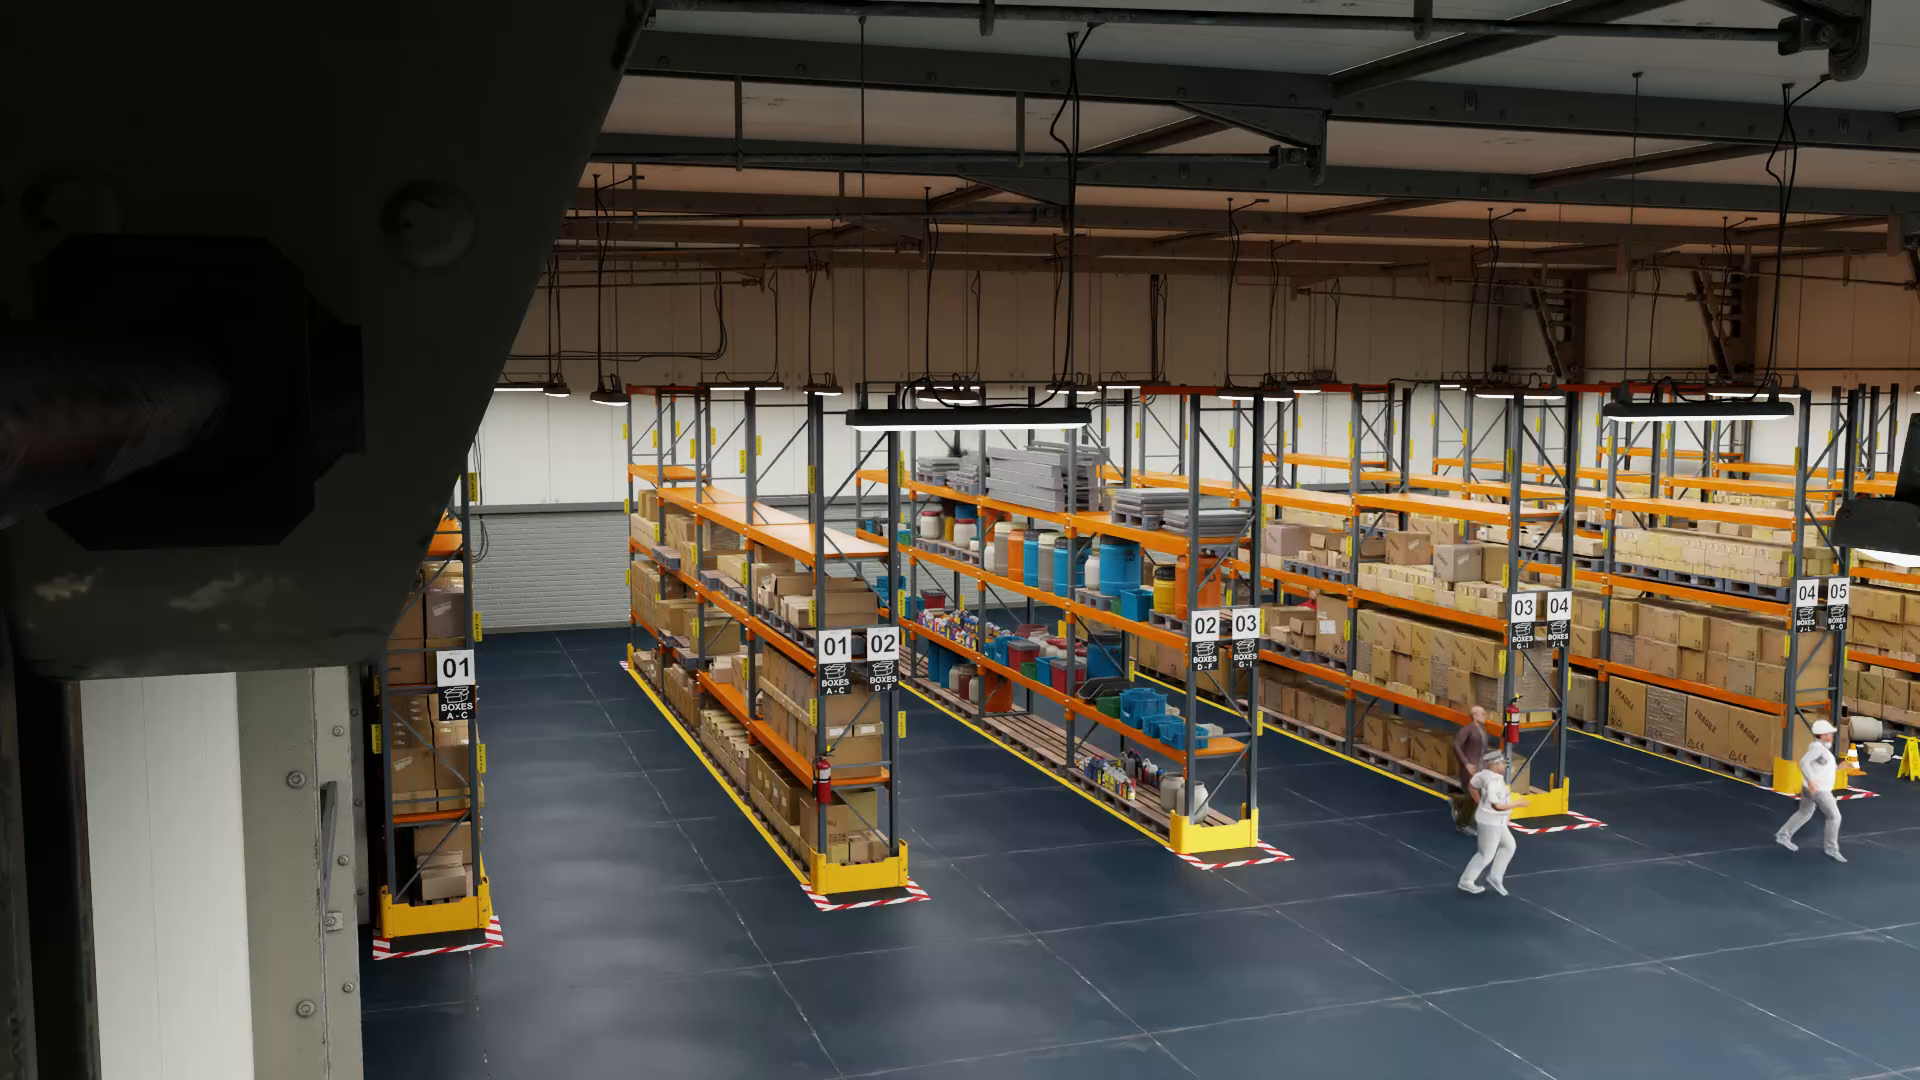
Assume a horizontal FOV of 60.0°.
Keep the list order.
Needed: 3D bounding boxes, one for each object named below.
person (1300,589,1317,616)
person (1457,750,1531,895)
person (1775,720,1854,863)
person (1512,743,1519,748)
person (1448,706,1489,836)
[{"bbox_3d":[7.449,1.882,35.064,0.666,1.694,0.550,-1,6,-13],"label":"person"},{"bbox_3d":[6.400,3.410,19.928,0.801,1.827,0.611,2,6,14],"label":"person"},{"bbox_3d":[11.043,3.225,21.468,0.869,1.824,0.627,2,6,17],"label":"person"},{"bbox_3d":[9.100,2.628,28.099,0.579,1.689,0.841,-2,6,-23],"label":"person"},{"bbox_3d":[7.008,3.137,22.830,0.759,1.719,0.608,-5,8,-39],"label":"person"}]
